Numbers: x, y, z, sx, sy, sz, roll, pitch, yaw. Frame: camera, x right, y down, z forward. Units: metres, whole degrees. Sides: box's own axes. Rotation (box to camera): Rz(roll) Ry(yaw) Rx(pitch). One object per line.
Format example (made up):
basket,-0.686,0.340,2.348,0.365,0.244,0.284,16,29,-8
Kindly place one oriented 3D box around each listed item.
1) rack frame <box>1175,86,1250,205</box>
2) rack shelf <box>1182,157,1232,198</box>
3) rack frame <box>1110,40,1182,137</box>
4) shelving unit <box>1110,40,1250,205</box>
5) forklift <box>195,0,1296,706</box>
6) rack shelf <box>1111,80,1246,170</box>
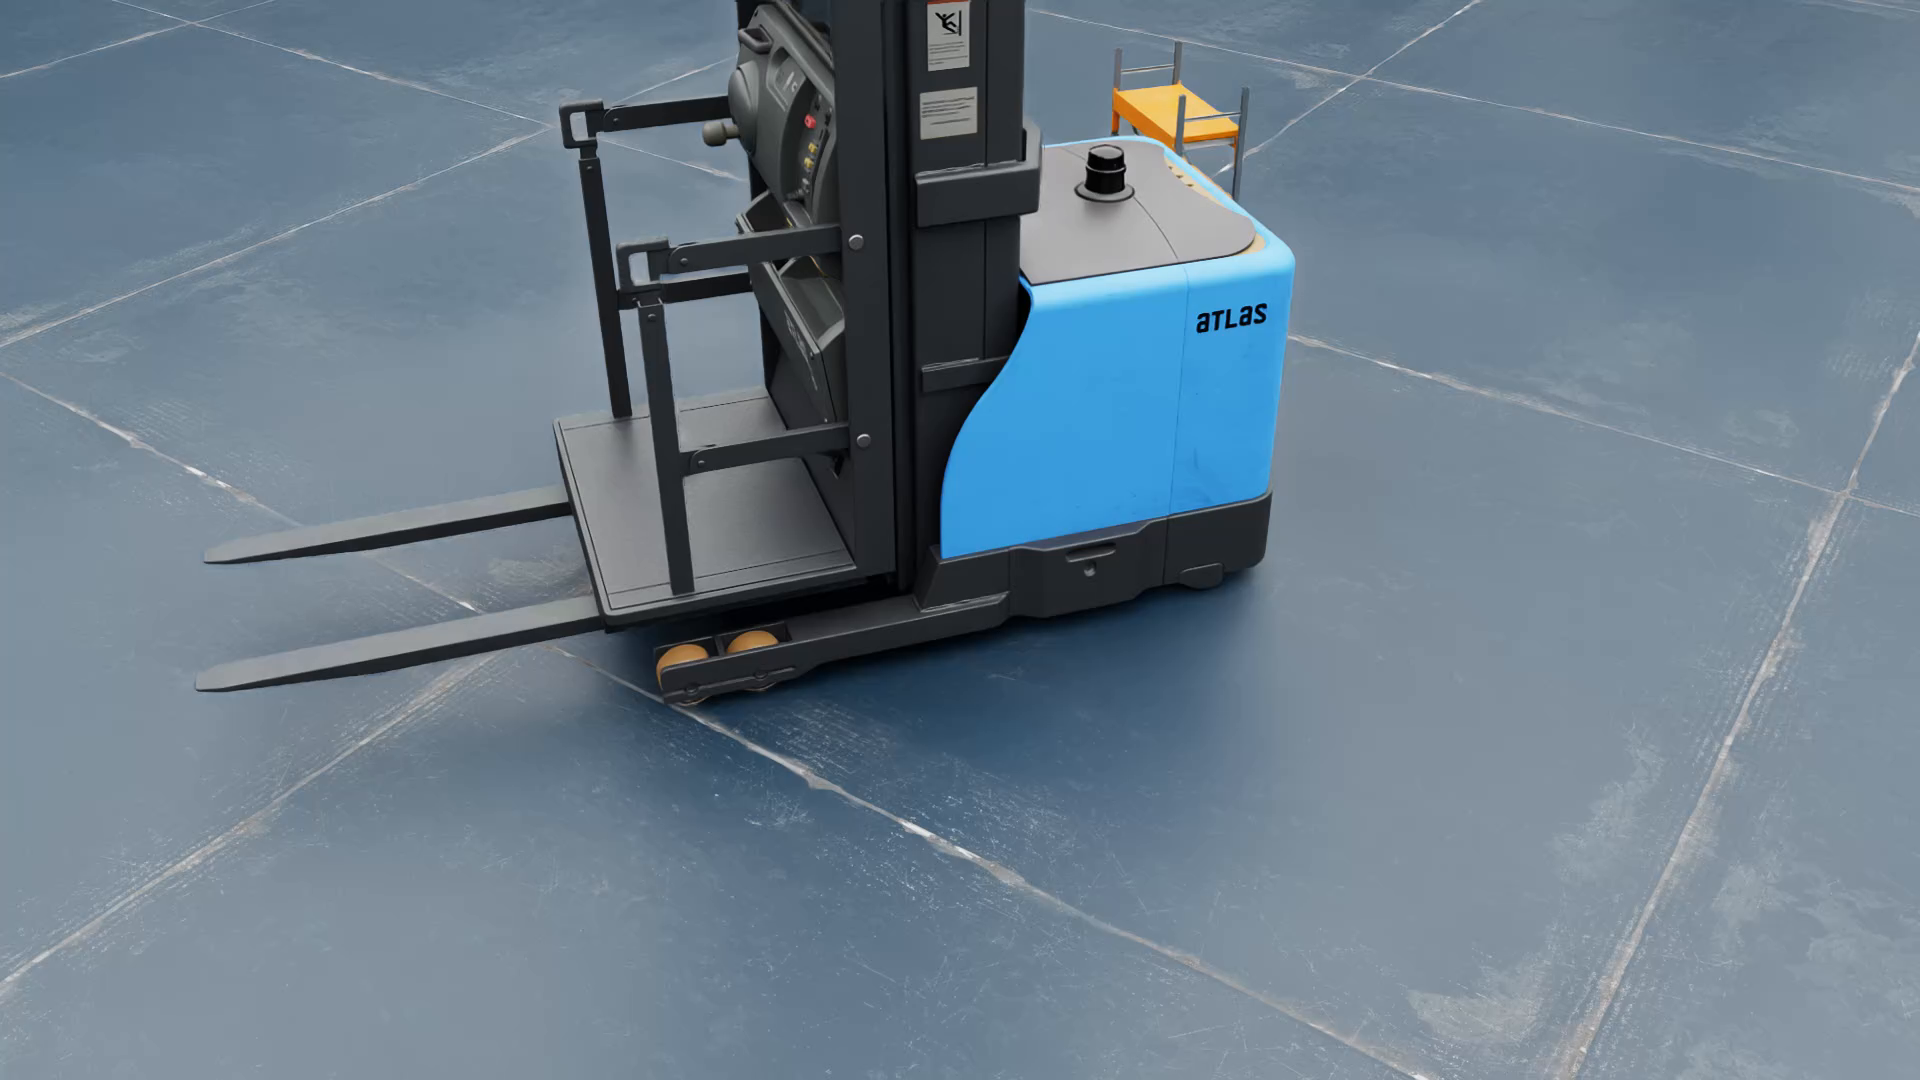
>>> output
rack frame,0.792,-0.900,5.510,0.240,1.200,0.015,-11,36,-16
rack shelf,0.712,-1.159,5.613,0.258,0.148,0.480,-11,36,-16
rack frame,0.631,-1.158,5.892,0.240,1.200,0.015,-11,36,-16
shelving unit,0.712,-1.029,5.701,0.258,1.200,0.503,-11,36,-16
forklift,-0.643,-1.092,4.249,3.031,2.935,1.130,-11,36,-15
rack shelf,0.712,-1.355,5.481,0.258,0.148,0.480,-11,36,-16
